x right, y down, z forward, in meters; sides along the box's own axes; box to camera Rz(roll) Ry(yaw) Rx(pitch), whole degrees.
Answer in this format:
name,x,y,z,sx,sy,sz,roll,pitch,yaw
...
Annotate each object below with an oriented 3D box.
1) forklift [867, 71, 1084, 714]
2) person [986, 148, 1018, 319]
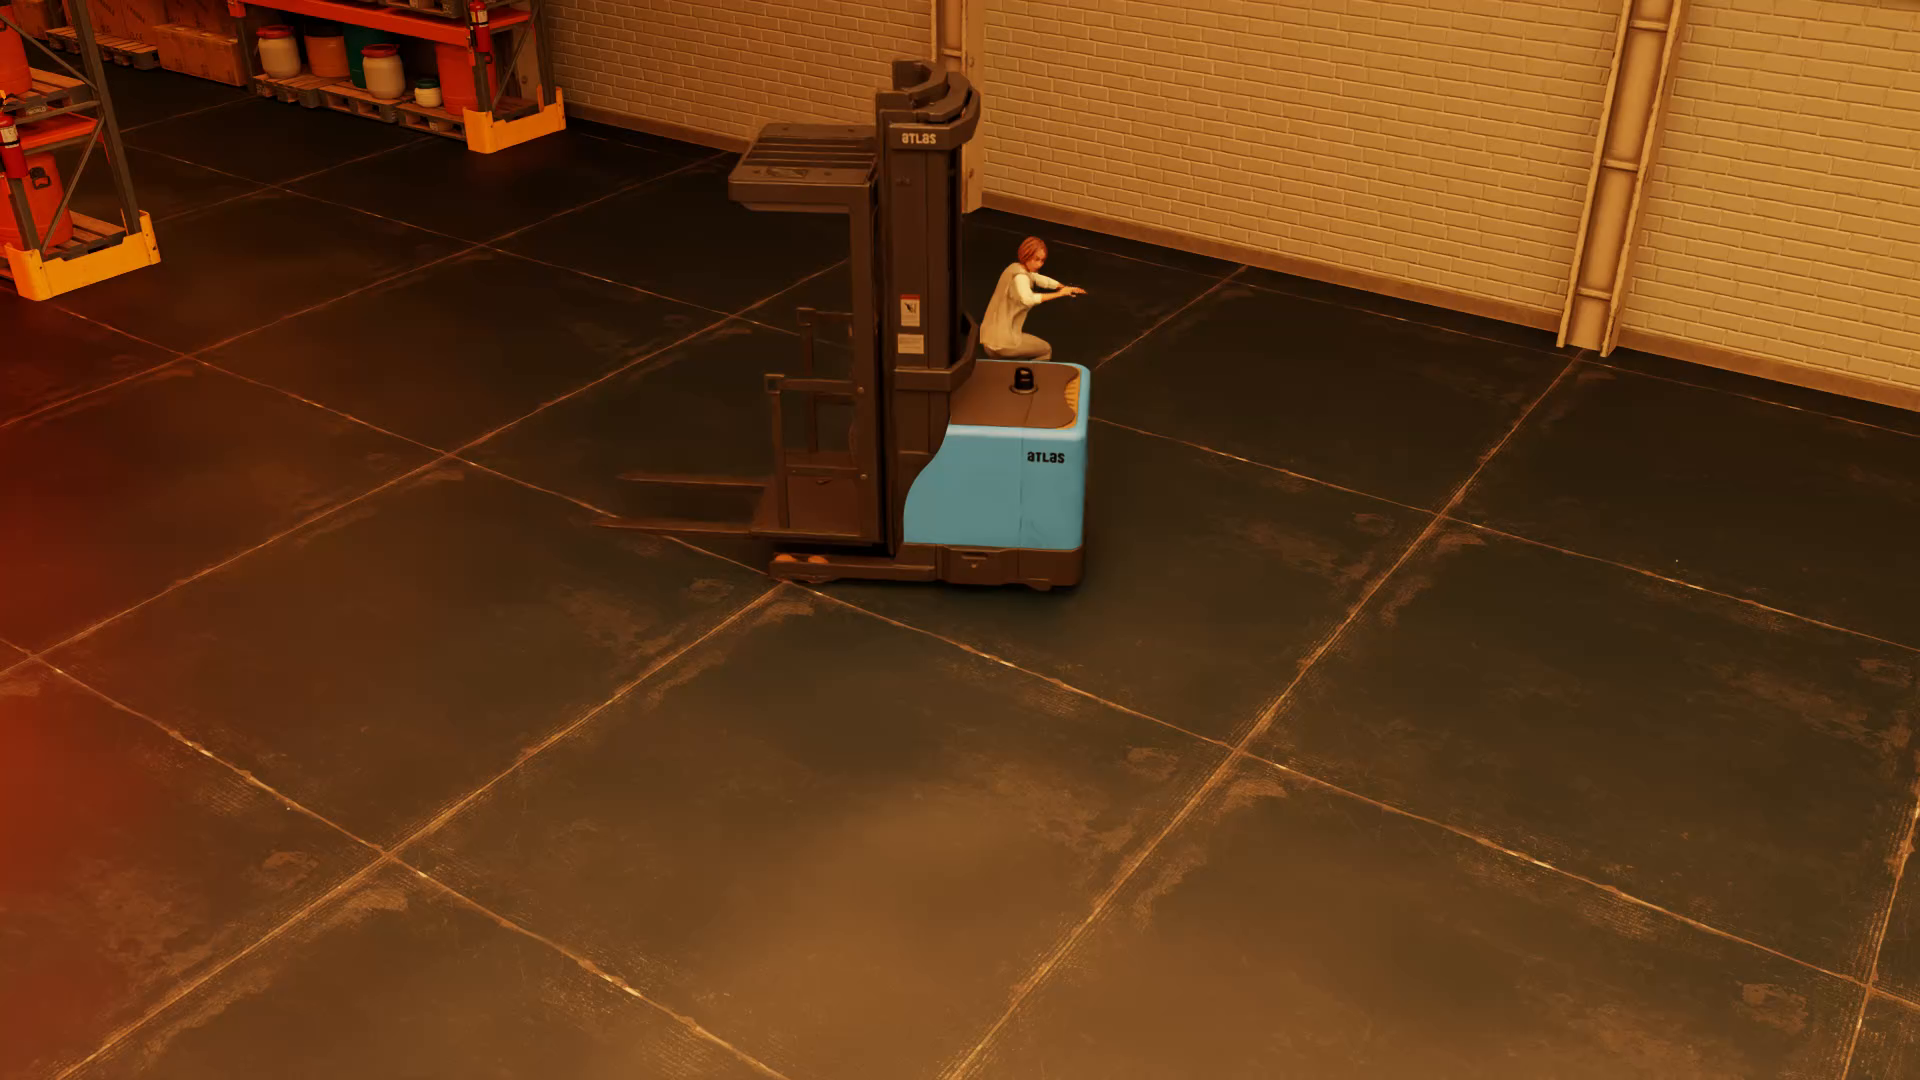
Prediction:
name,x,y,z,sx,sy,sz,roll,pitch,yaw
forklift,0.058,-0.957,9.230,1.130,2.935,3.031,-2,30,-3
person,0.405,-2.196,12.706,0.440,1.587,0.607,-1,30,-2
